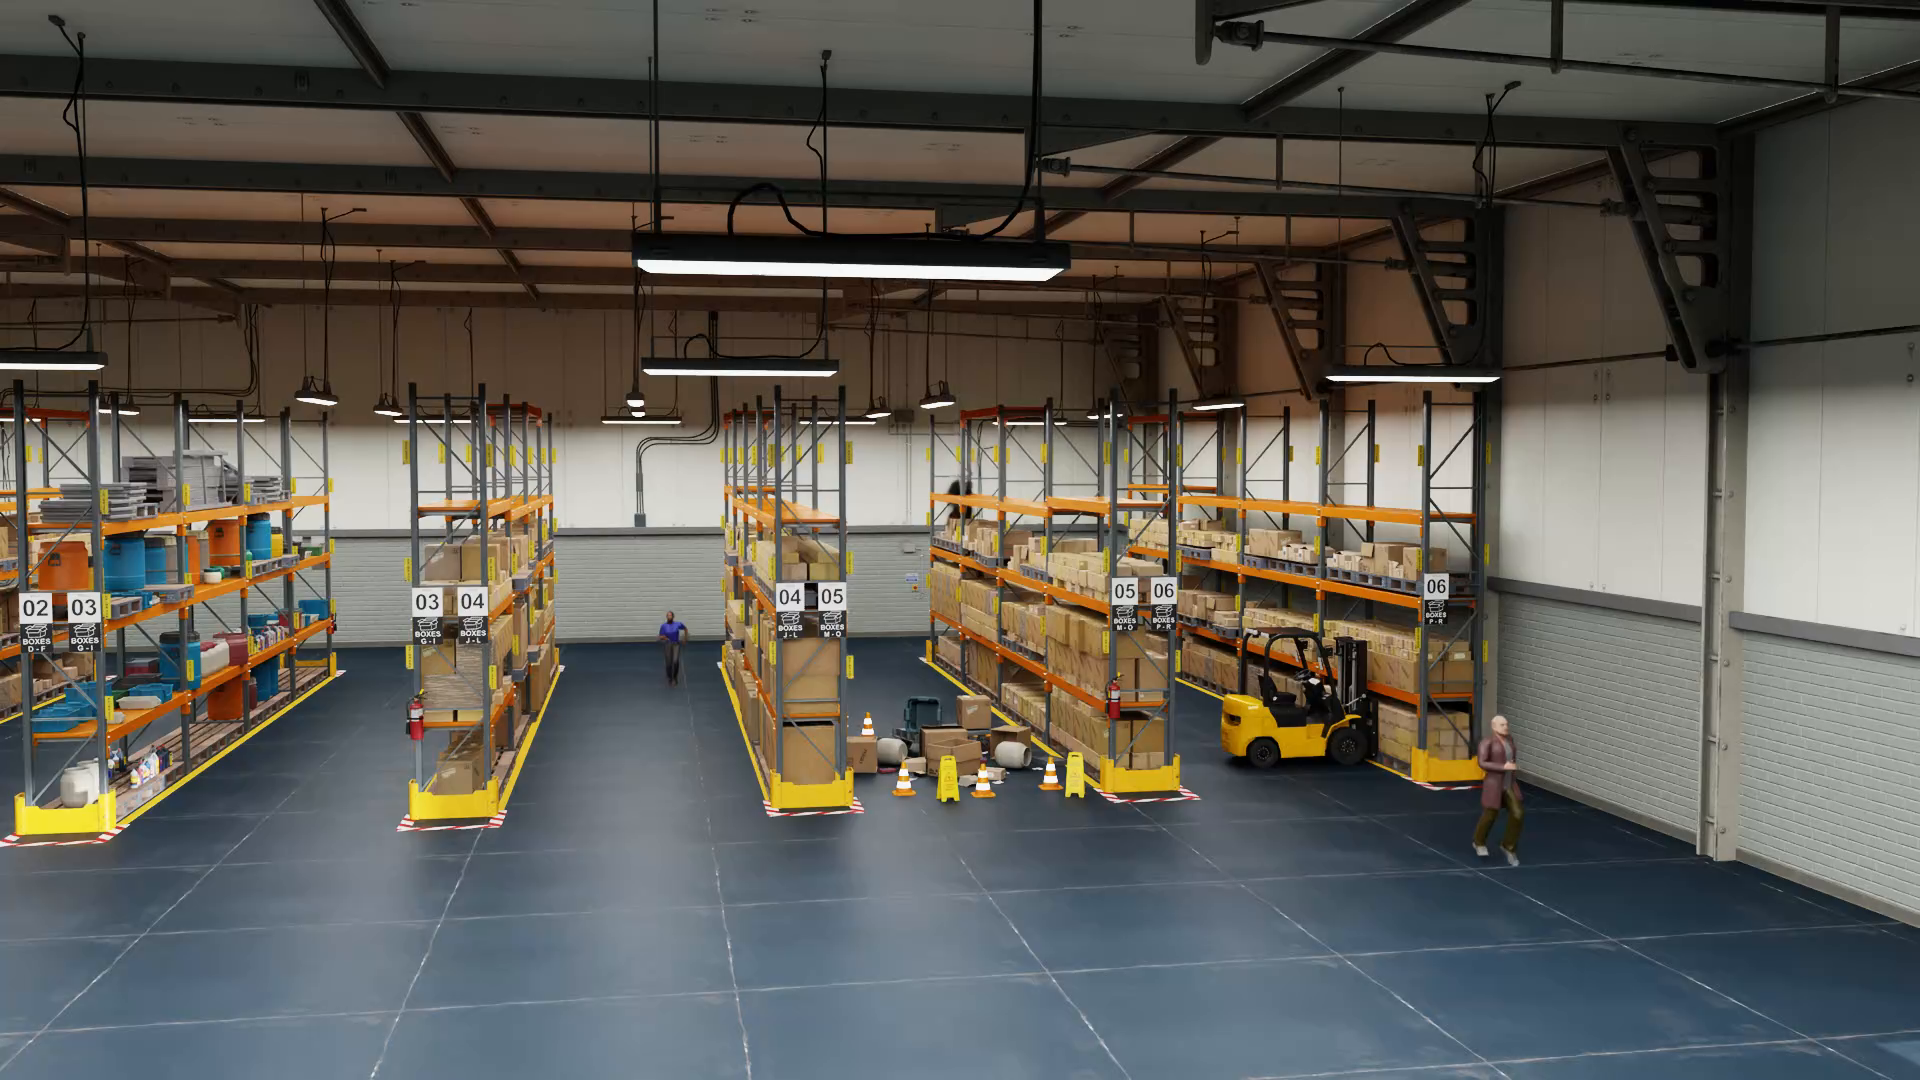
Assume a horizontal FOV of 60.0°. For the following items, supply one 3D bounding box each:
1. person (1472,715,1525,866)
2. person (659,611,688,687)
[{"bbox_3d":[6.619,3.081,20.459,0.704,1.856,0.839,-1,3,-20],"label":"person"},{"bbox_3d":[-6.217,2.396,36.028,0.585,1.553,0.846,0,3,-2],"label":"person"}]
